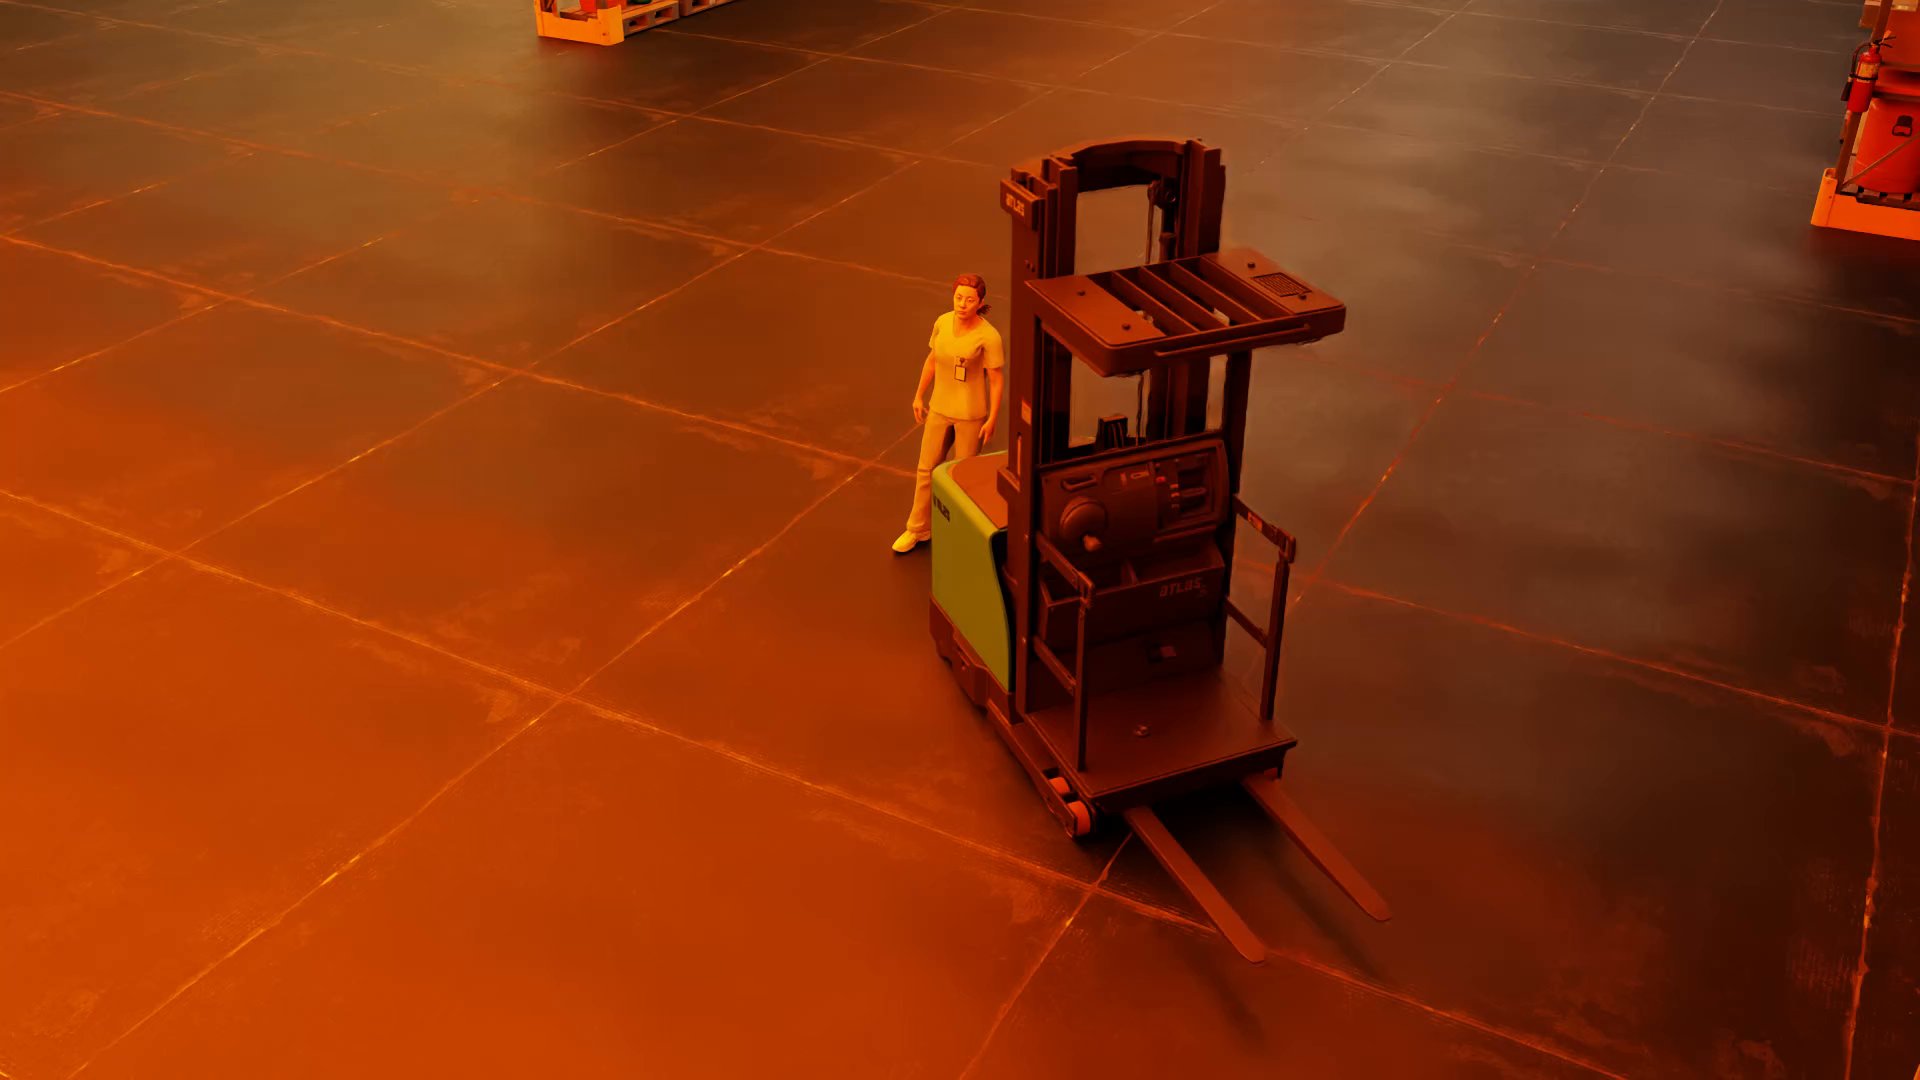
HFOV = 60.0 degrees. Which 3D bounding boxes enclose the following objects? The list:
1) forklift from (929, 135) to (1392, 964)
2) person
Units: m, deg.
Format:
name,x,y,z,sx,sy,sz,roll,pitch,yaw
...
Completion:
name,x,y,z,sx,sy,sz,roll,pitch,yaw
forklift,0.882,-0.148,7.327,1.130,2.935,3.031,-12,32,-20
person,-0.048,-0.703,9.530,0.549,1.674,0.548,15,33,25
